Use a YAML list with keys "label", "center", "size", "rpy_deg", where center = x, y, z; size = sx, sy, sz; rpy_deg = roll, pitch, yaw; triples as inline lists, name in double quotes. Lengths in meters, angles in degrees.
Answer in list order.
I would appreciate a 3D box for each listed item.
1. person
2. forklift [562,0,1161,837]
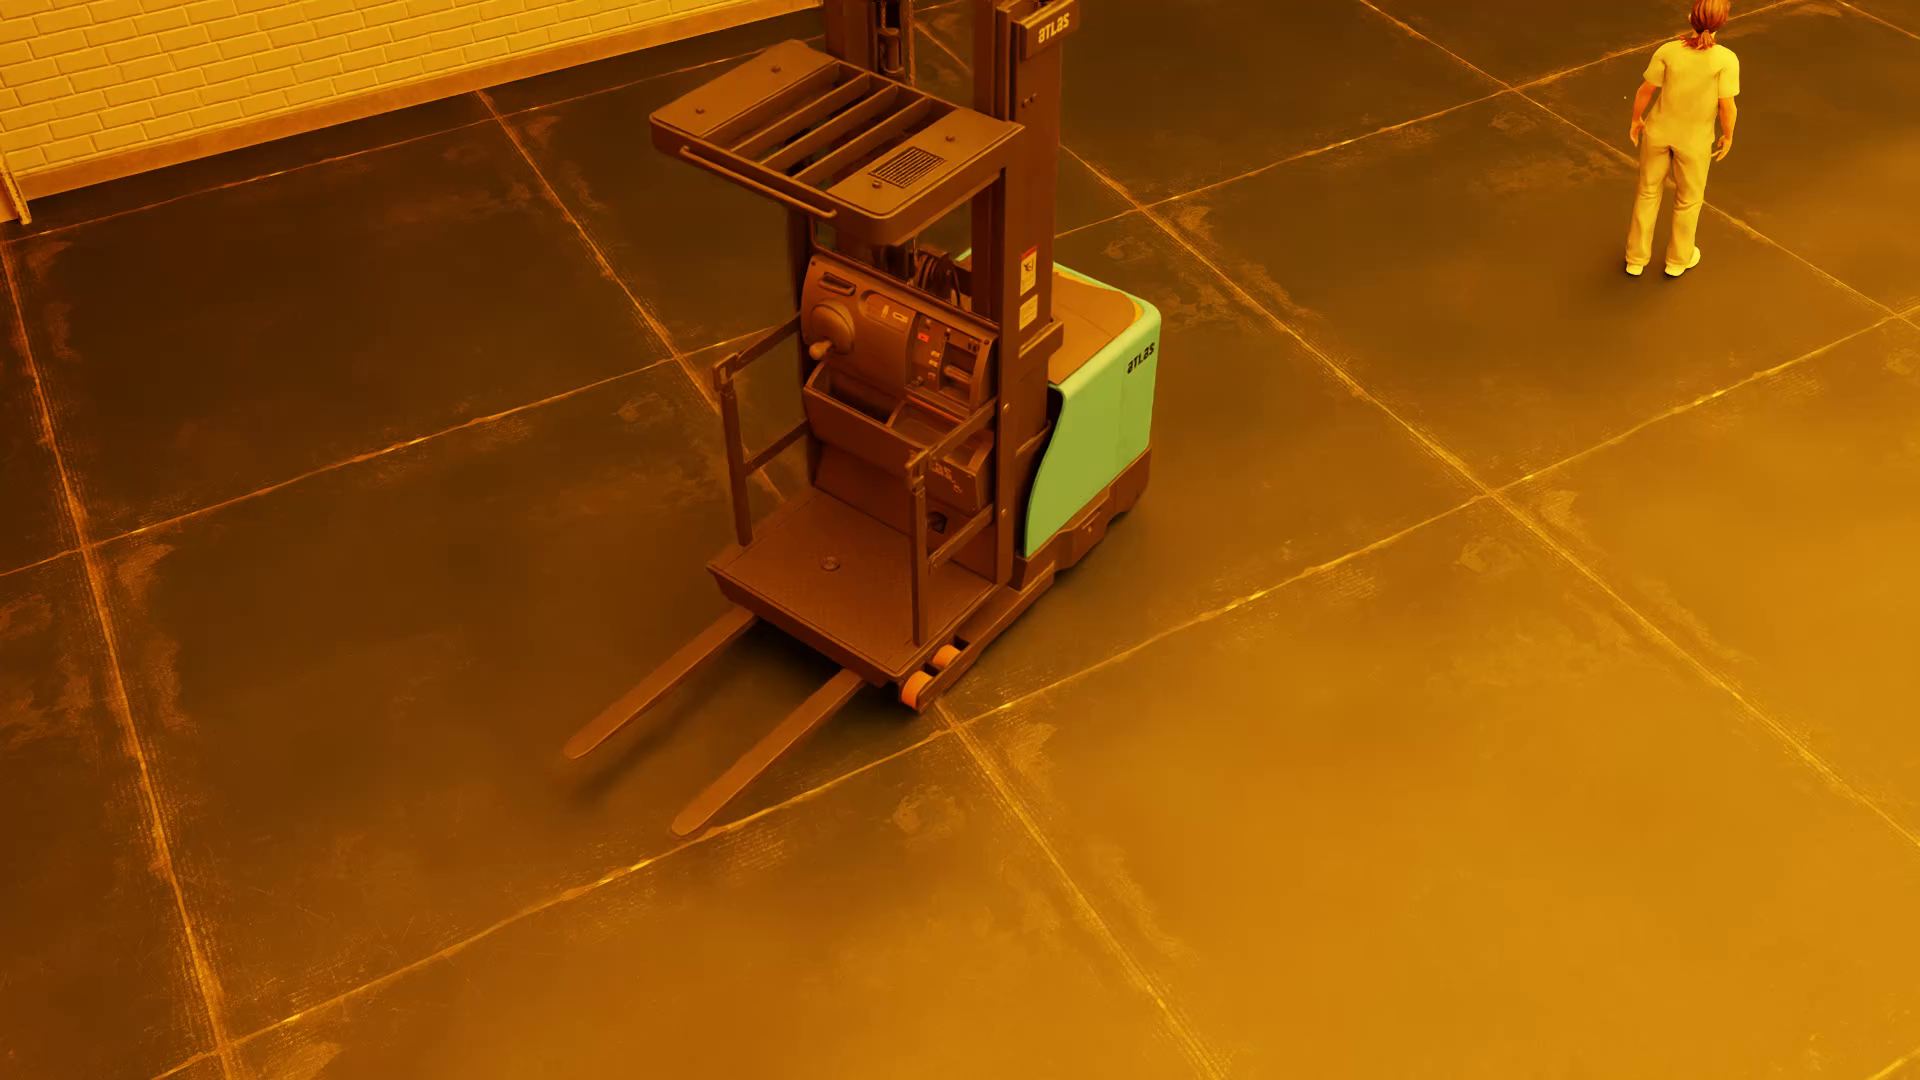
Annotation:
- label: "person"
  center: [3.900, -2.190, 8.980]
  size: [0.550, 1.662, 0.548]
  rpy_deg: [24, 48, 24]
- label: "forklift"
  center: [-0.390, -0.735, 6.490]
  size: [1.130, 2.935, 3.031]
  rpy_deg: [28, 50, 27]
